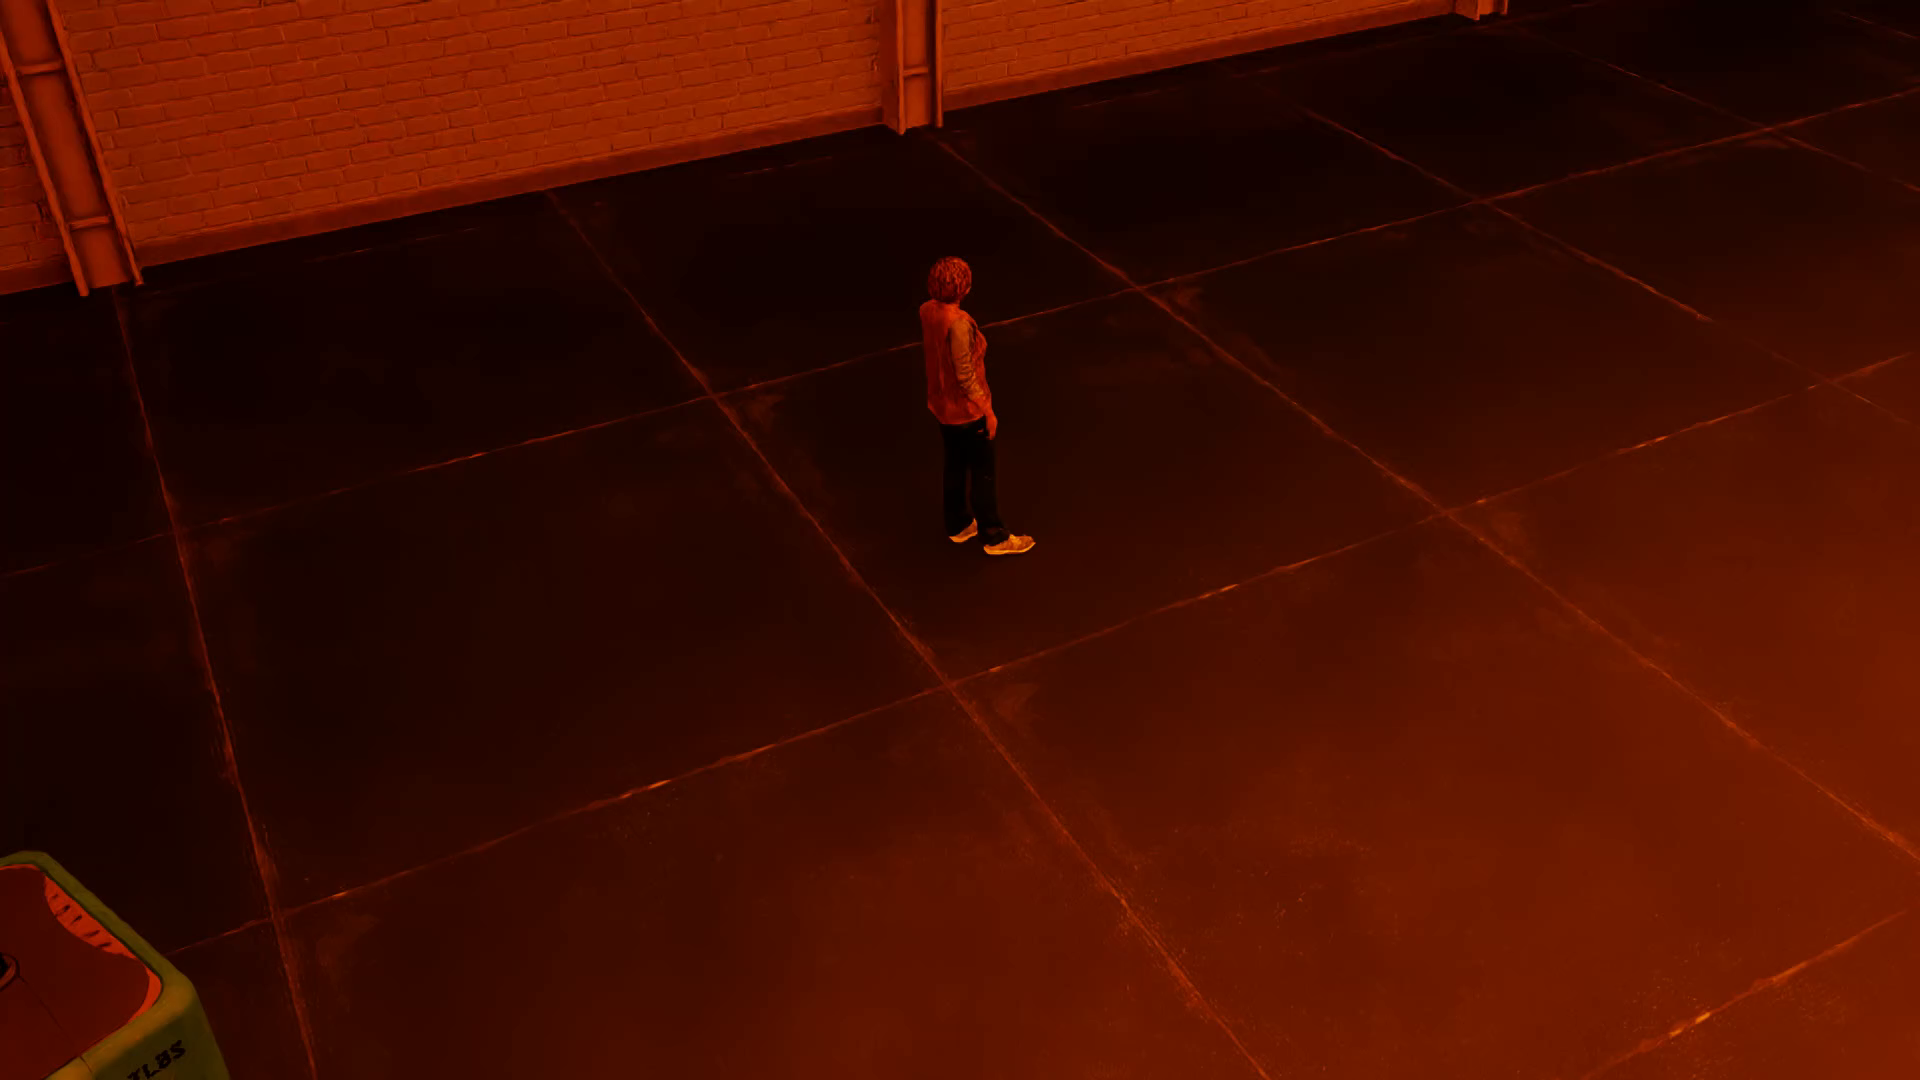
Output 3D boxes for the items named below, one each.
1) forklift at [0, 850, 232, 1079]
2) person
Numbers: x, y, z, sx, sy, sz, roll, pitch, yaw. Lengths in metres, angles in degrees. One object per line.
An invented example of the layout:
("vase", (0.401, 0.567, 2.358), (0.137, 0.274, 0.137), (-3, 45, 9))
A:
("forklift", (-3.569, 1.503, 3.996), (1.130, 2.935, 3.031), (24, 42, 30))
("person", (0.072, -0.671, 8.216), (0.474, 1.597, 0.520), (-17, 39, -23))
